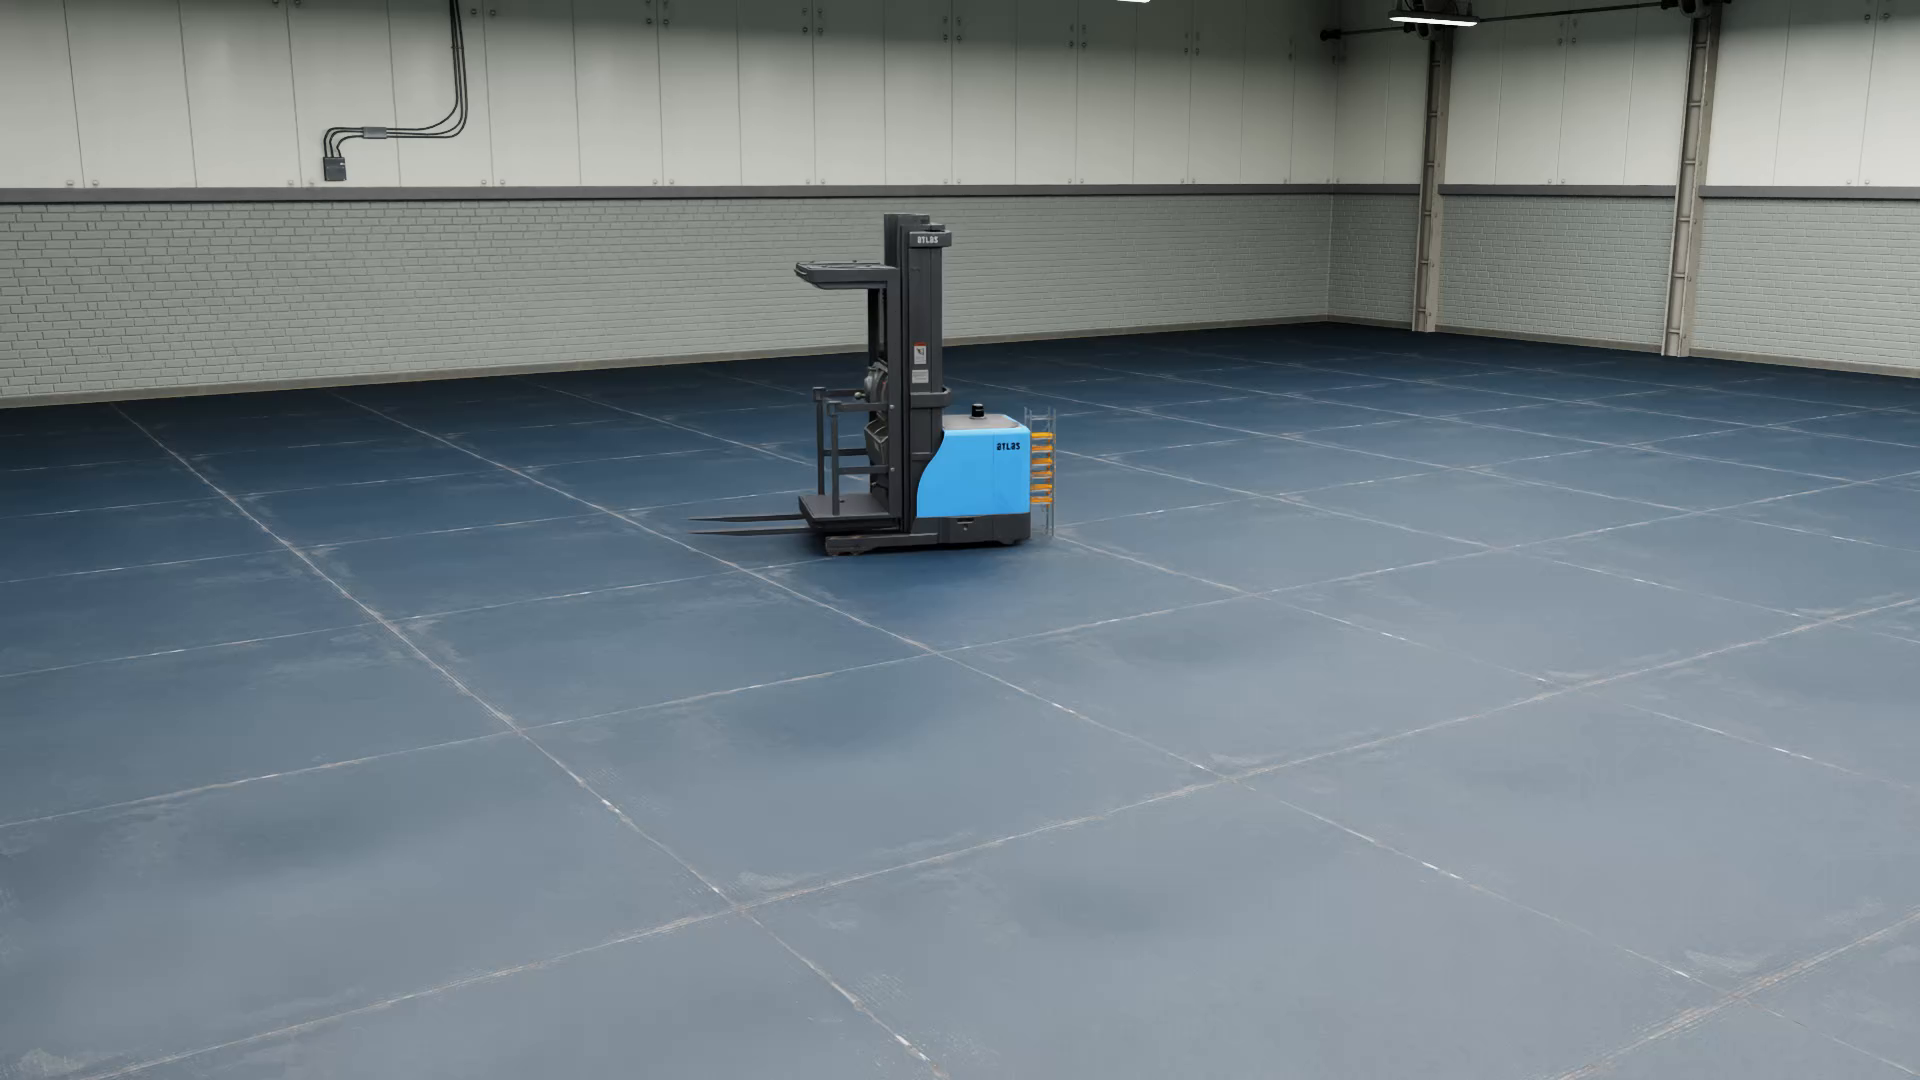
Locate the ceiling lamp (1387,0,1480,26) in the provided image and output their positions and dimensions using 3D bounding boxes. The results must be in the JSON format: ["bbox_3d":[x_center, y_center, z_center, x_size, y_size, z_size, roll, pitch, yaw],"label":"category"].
[{"bbox_3d":[8.004,-10.475,28.425,2.000,3.185,0.800,-8,15,-33],"label":"ceiling lamp"}]

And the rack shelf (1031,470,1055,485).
[{"bbox_3d":[0.725,-0.569,15.250,0.258,0.103,0.180,-3,13,-12],"label":"rack shelf"}]

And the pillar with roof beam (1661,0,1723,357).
[{"bbox_3d":[9.733,-7.322,27.666,9.100,9.000,0.548,-8,15,-33],"label":"pillar with roof beam"}]

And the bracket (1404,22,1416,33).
[{"bbox_3d":[9.467,-10.688,34.637,0.235,0.232,0.430,-8,15,-33],"label":"bracket"}]

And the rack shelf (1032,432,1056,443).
[{"bbox_3d":[0.726,-0.921,15.173,0.258,0.103,0.180,-3,13,-12],"label":"rack shelf"}]

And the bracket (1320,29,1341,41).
[{"bbox_3d":[8.154,-11.110,36.564,0.235,0.232,0.430,-8,15,-33],"label":"bracket"}]

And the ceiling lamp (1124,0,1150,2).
[{"bbox_3d":[1.893,-9.607,24.452,2.000,3.185,0.800,-8,15,-33],"label":"ceiling lamp"}]

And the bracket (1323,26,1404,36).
[{"bbox_3d":[8.481,-11.005,36.084,0.076,0.066,3.189,-8,15,-33],"label":"bracket"}]

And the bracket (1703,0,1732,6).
[{"bbox_3d":[13.251,-9.474,29.082,0.235,0.232,0.430,-8,15,-33],"label":"bracket"}]

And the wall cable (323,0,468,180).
[{"bbox_3d":[-8.851,-8.632,25.700,2.305,6.003,0.169,-8,15,-33],"label":"wall cable"}]

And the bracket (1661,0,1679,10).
[{"bbox_3d":[12.791,-9.621,29.757,0.235,0.232,0.430,-8,15,-33],"label":"bracket"}]

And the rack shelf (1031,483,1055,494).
[{"bbox_3d":[0.725,-0.452,15.276,0.258,0.103,0.180,-3,13,-12],"label":"rack shelf"}]

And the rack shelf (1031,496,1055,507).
[{"bbox_3d":[0.725,-0.334,15.301,0.258,0.103,0.180,-3,13,-12],"label":"rack shelf"}]

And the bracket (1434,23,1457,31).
[{"bbox_3d":[9.927,-10.541,33.962,0.235,0.232,0.430,-8,15,-33],"label":"bracket"}]

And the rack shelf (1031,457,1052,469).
[{"bbox_3d":[0.726,-0.686,15.224,0.258,0.103,0.180,-3,13,-12],"label":"rack shelf"}]

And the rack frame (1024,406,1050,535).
[{"bbox_3d":[0.706,-0.631,15.328,0.240,1.200,0.006,-3,13,-12],"label":"rack frame"}]

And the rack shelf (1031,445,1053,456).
[{"bbox_3d":[0.726,-0.803,15.199,0.258,0.103,0.180,-3,13,-12],"label":"rack shelf"}]

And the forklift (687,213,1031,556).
[{"bbox_3d":[-0.932,-1.415,14.858,3.031,2.935,1.130,-3,13,-12],"label":"forklift"}]

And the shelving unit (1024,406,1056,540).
[{"bbox_3d":[0.725,-0.612,15.240,0.258,1.200,0.189,-3,13,-12],"label":"shelving unit"}]

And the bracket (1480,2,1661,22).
[{"bbox_3d":[11.354,-10.083,31.866,0.076,0.066,4.783,-8,15,-33],"label":"bracket"}]

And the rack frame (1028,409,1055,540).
[{"bbox_3d":[0.745,-0.593,15.153,0.240,1.200,0.006,-3,13,-12],"label":"rack frame"}]

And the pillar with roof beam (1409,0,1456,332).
[{"bbox_3d":[6.408,-8.389,32.546,9.100,9.000,0.548,-8,15,-33],"label":"pillar with roof beam"}]
